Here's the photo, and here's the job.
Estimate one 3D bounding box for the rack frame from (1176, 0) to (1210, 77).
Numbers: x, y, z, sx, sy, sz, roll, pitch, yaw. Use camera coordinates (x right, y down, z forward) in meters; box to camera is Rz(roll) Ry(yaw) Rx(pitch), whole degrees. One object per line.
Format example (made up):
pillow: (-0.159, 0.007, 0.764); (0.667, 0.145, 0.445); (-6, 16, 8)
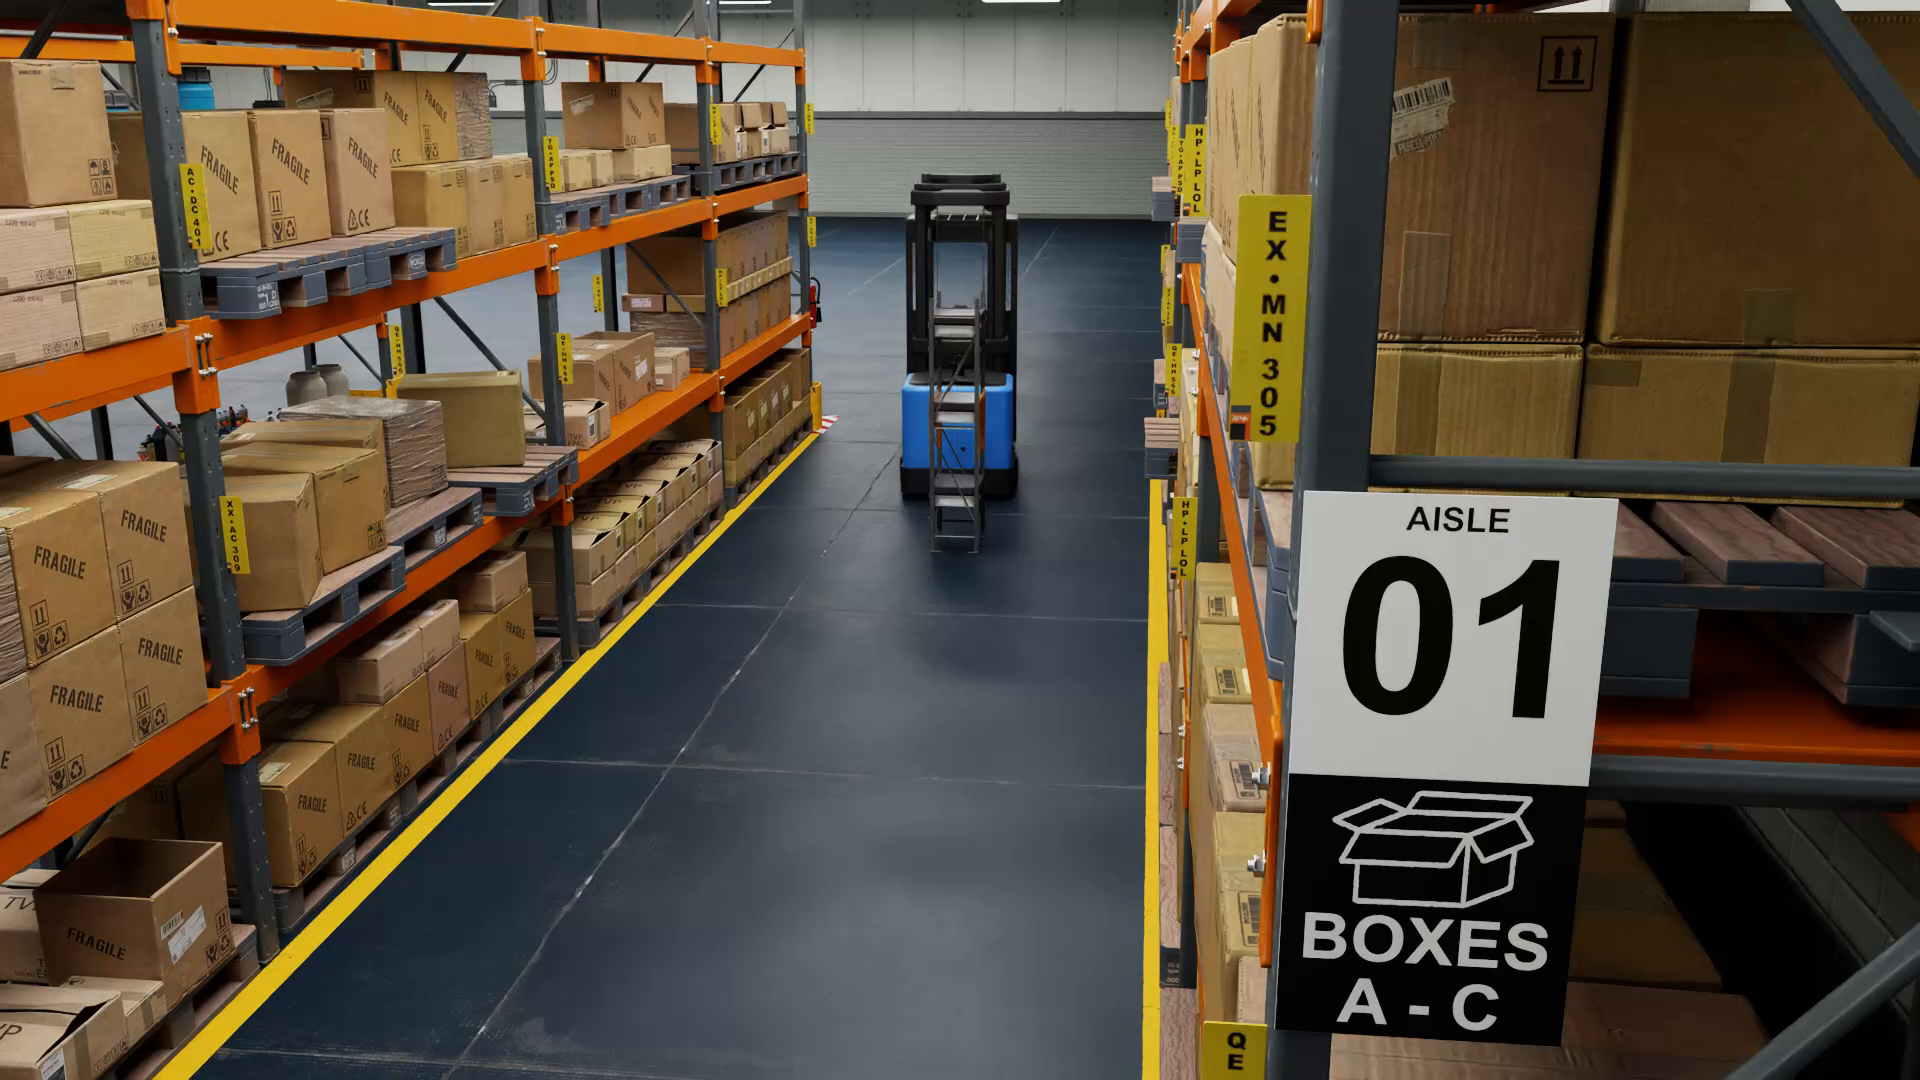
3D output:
rack frame: (2.755, -5.478, 17.182); (1.000, 3.000, 0.127); (2, 15, 6)

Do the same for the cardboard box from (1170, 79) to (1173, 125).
cardboard box: (2.363, -4.350, 16.609); (0.500, 0.500, 0.500); (2, 15, 6)

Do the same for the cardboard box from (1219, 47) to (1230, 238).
cardboard box: (0.940, -1.020, 4.296); (0.500, 0.500, 0.500); (2, 15, 7)

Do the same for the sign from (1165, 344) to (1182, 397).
sign: (1.312, -1.042, 10.201); (0.100, 0.325, 0.005); (2, 15, 6)

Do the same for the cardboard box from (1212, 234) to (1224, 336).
cardboard box: (0.939, -0.660, 4.402); (0.500, 0.250, 0.500); (1, 15, 5)

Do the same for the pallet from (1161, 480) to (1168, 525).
pallet: (2.344, -0.374, 15.141); (1.003, 0.211, 1.213); (2, 15, 6)

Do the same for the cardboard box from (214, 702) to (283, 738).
cardboard box: (-3.686, 1.115, 8.238); (0.500, 0.500, 0.500); (2, 15, 6)

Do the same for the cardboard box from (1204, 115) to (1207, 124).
cardboard box: (2.162, -3.104, 13.154); (0.500, 0.500, 0.500); (4, 16, 14)

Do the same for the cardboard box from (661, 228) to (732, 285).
cardboard box: (-2.519, -2.611, 15.394); (0.700, 0.500, 0.500); (2, 15, 6)

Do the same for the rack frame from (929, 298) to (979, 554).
rack frame: (-0.046, -0.907, 13.495); (0.400, 2.100, 0.015); (2, 15, 6)

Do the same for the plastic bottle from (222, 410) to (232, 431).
plastic bottle: (-7.642, -1.220, 17.310); (0.097, 0.271, 0.097); (0, 15, 0)

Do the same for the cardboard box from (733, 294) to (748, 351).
cardboard box: (-2.461, -2.120, 16.066); (0.700, 0.500, 0.500); (2, 15, 7)

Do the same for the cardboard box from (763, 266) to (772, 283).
cardboard box: (-2.138, -2.716, 17.027); (0.380, 0.149, 0.250); (2, 15, 8)

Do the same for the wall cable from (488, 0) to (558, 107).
wall cable: (-13.301, -16.063, 49.812); (2.305, 6.003, 0.169); (2, 15, 6)

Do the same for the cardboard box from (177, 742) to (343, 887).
cardboard box: (-3.225, 1.261, 7.698); (0.500, 0.500, 0.500); (1, 15, 4)

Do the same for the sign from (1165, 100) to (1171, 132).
sign: (2.216, -4.468, 17.519); (0.100, 0.325, 0.005); (2, 15, 6)

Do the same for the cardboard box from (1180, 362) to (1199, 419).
cardboard box: (1.485, -0.821, 9.217); (0.500, 0.250, 0.500); (1, 15, 5)

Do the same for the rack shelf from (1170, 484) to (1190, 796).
rack shelf: (1.627, 0.359, 8.468); (1.077, 0.370, 4.000); (2, 15, 6)

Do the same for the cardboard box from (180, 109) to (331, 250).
cardboard box: (-3.339, -1.665, 7.638); (0.600, 0.600, 0.600); (2, 15, 6)

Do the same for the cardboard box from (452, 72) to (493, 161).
cardboard box: (-3.126, -2.518, 9.875); (0.500, 0.500, 0.500); (2, 15, 6)

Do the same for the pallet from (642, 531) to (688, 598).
pallet: (-2.798, 0.166, 13.144); (1.003, 0.211, 1.213); (2, 15, 6)

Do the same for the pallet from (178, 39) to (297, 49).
pallet: (-7.340, -4.980, 16.469); (1.003, 0.211, 1.213); (2, 15, 6)

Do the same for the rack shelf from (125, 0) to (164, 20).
rack shelf: (-3.747, -1.643, 4.384); (1.077, 0.370, 4.000); (2, 15, 6)

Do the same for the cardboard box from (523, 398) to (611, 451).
cardboard box: (-2.777, -0.836, 11.677); (0.500, 0.311, 0.500); (2, 15, 6)

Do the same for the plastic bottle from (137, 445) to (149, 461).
plastic bottle: (-7.809, -0.802, 15.898); (0.097, 0.201, 0.097); (0, 15, 0)

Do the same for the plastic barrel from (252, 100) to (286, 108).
plastic barrel: (-7.091, -4.316, 17.466); (0.600, 0.588, 0.600); (0, 15, 0)

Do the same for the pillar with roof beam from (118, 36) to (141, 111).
pillar with roof beam: (-20.101, -13.853, 48.154); (9.100, 9.000, 0.548); (2, 15, 6)

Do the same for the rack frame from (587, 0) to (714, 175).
rack frame: (-2.619, -4.586, 13.882); (1.000, 3.000, 0.127); (2, 15, 6)

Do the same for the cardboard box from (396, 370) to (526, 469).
cardboard box: (-3.029, -0.737, 10.144); (0.700, 0.500, 0.500); (-3, 16, -13)

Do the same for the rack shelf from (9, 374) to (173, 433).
rack shelf: (-7.766, -0.971, 13.384); (1.077, 0.370, 4.000); (2, 15, 6)

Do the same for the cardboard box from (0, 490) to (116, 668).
cardboard box: (-3.376, 0.126, 5.843); (0.500, 0.500, 0.500); (1, 15, 5)

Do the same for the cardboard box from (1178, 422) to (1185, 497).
cardboard box: (1.418, -0.326, 8.823); (0.500, 0.500, 0.500); (2, 15, 6)

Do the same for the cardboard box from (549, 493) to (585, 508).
cardboard box: (-3.144, -0.207, 12.571); (0.500, 0.311, 0.500); (2, 15, 6)

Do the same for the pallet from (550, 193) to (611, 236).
pallet: (-3.082, -2.188, 11.122); (1.213, 0.211, 1.003); (2, 15, 9)

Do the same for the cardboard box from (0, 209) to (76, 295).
cardboard box: (-3.366, -0.968, 5.579); (0.500, 0.250, 0.500); (2, 15, 6)

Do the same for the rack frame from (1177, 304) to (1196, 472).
rack frame: (1.852, -0.507, 10.292); (1.000, 3.000, 0.127); (2, 15, 6)

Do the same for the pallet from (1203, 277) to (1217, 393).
pallet: (1.298, -0.663, 5.292); (1.003, 0.211, 1.213); (2, 15, 6)

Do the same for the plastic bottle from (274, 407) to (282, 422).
plastic bottle: (-6.946, -1.175, 16.993); (0.144, 0.351, 0.185); (2, 15, 9)

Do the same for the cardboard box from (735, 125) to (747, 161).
cardboard box: (-2.239, -3.628, 15.184); (0.500, 0.311, 0.500); (1, 15, 3)

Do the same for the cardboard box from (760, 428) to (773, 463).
cardboard box: (-2.142, -0.936, 16.339); (0.500, 0.250, 0.500); (2, 15, 6)

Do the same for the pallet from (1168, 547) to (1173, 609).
pallet: (2.082, 0.320, 12.572); (1.003, 0.211, 1.213); (2, 15, 6)

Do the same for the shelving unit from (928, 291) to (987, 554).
shelving unit: (-0.019, -0.971, 13.729); (0.431, 2.100, 0.503); (2, 15, 6)

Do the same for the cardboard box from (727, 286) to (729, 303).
cardboard box: (-2.340, -2.247, 15.292); (0.380, 0.149, 0.250); (1, 15, 5)

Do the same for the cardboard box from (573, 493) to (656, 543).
cardboard box: (-2.609, -0.194, 12.523); (0.500, 0.311, 0.500); (1, 15, 5)

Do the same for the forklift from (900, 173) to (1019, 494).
forklift: (0.027, -2.167, 16.562); (1.130, 2.935, 3.031); (1, 15, 2)

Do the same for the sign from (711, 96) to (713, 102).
sign: (-2.718, -4.653, 18.052); (0.100, 0.325, 0.005); (2, 15, 6)

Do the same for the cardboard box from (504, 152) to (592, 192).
cardboard box: (-2.958, -2.635, 11.895); (0.500, 0.250, 0.500); (1, 15, 5)

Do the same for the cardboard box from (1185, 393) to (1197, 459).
cardboard box: (1.381, -0.559, 8.247); (0.500, 0.250, 0.500); (1, 15, 5)

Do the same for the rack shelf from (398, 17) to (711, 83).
rack shelf: (-2.845, -3.527, 12.110); (1.077, 0.370, 4.000); (2, 15, 6)

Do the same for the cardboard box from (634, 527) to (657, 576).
cardboard box: (-2.611, 0.080, 12.584); (0.500, 0.250, 0.500); (1, 15, 5)

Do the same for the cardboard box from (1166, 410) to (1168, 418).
cardboard box: (2.391, -1.075, 16.336); (0.700, 0.500, 0.500); (1, 15, 3)

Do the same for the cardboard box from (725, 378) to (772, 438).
cardboard box: (-2.143, -1.298, 16.241); (0.500, 0.500, 0.500); (2, 15, 6)

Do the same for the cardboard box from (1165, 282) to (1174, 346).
cardboard box: (2.050, -1.976, 14.535); (0.500, 0.500, 0.500); (2, 15, 6)
